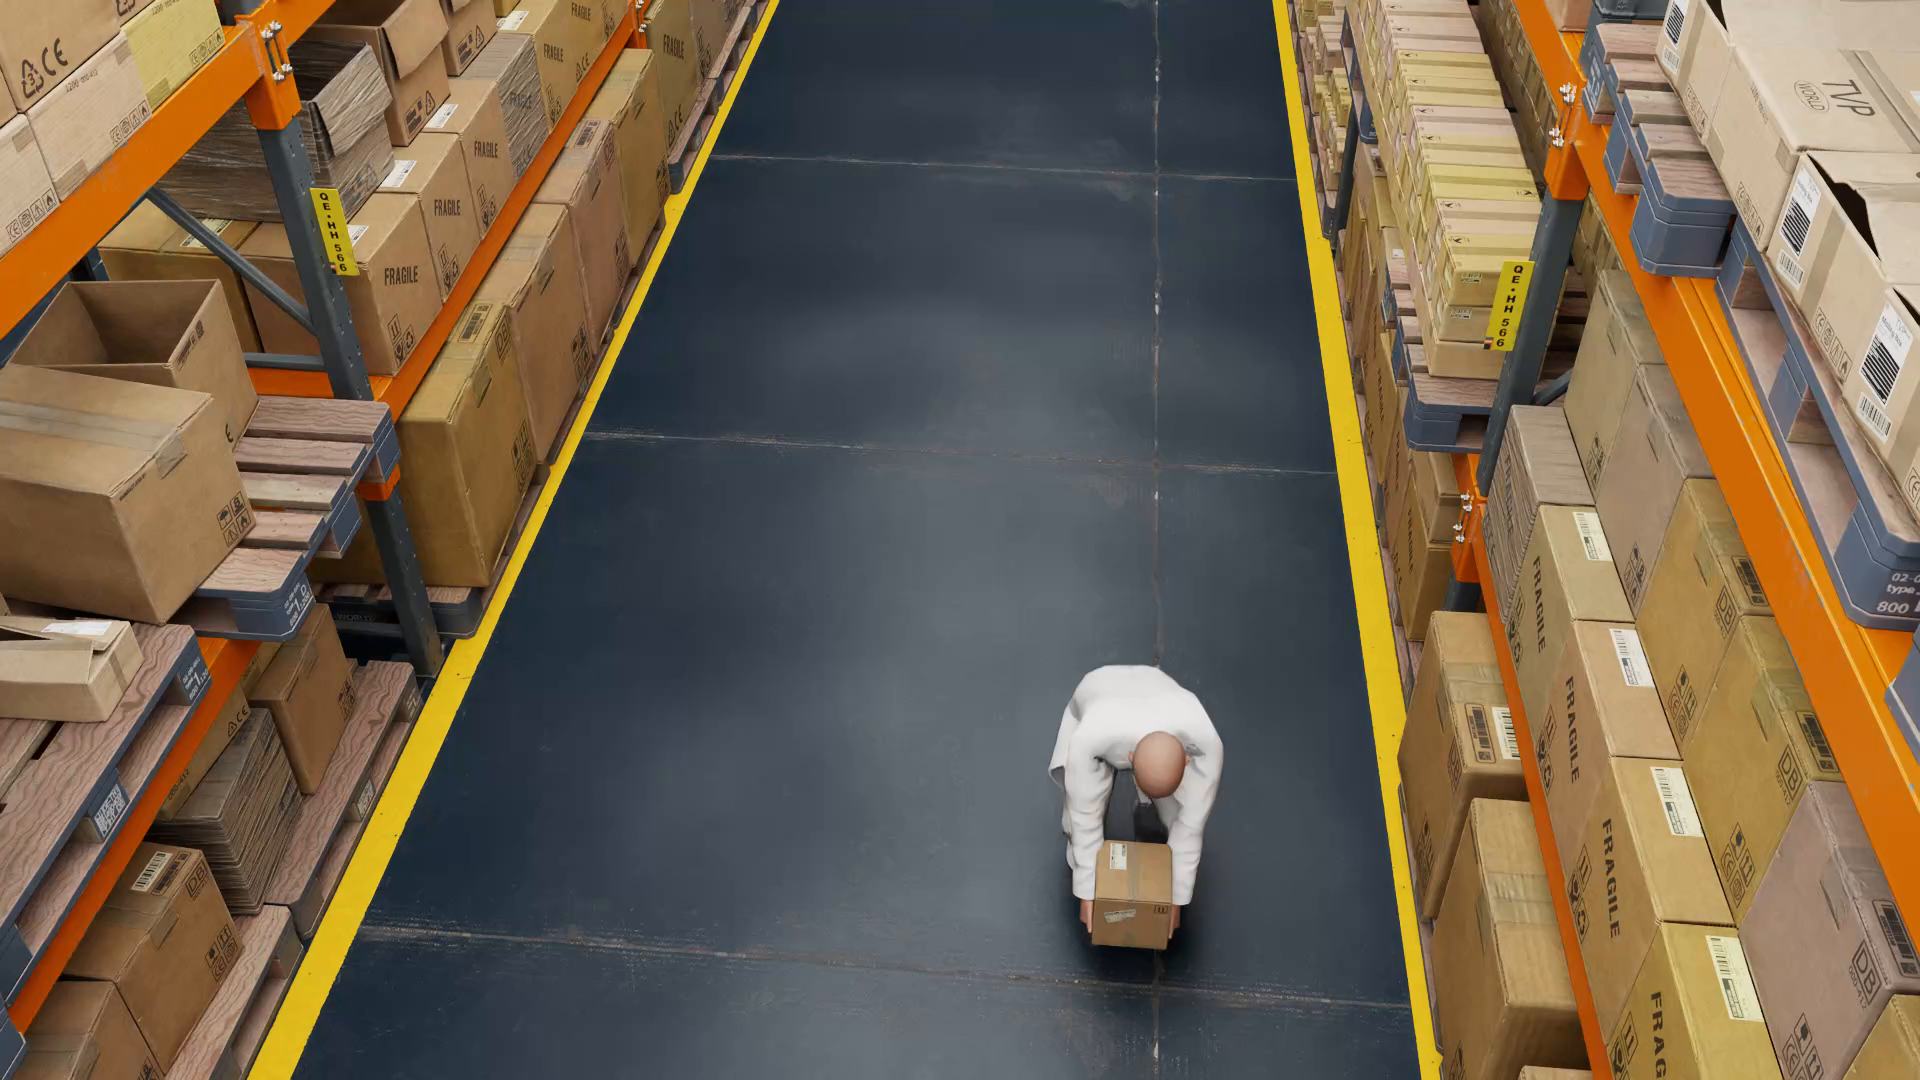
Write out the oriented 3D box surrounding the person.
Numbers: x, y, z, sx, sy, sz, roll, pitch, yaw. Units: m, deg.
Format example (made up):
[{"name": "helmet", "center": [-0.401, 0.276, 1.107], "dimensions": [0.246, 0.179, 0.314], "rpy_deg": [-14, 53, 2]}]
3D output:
[{"name": "person", "center": [0.595, 0.835, 5.766], "dimensions": [0.575, 1.006, 0.930], "rpy_deg": [2, 40, 2]}]
